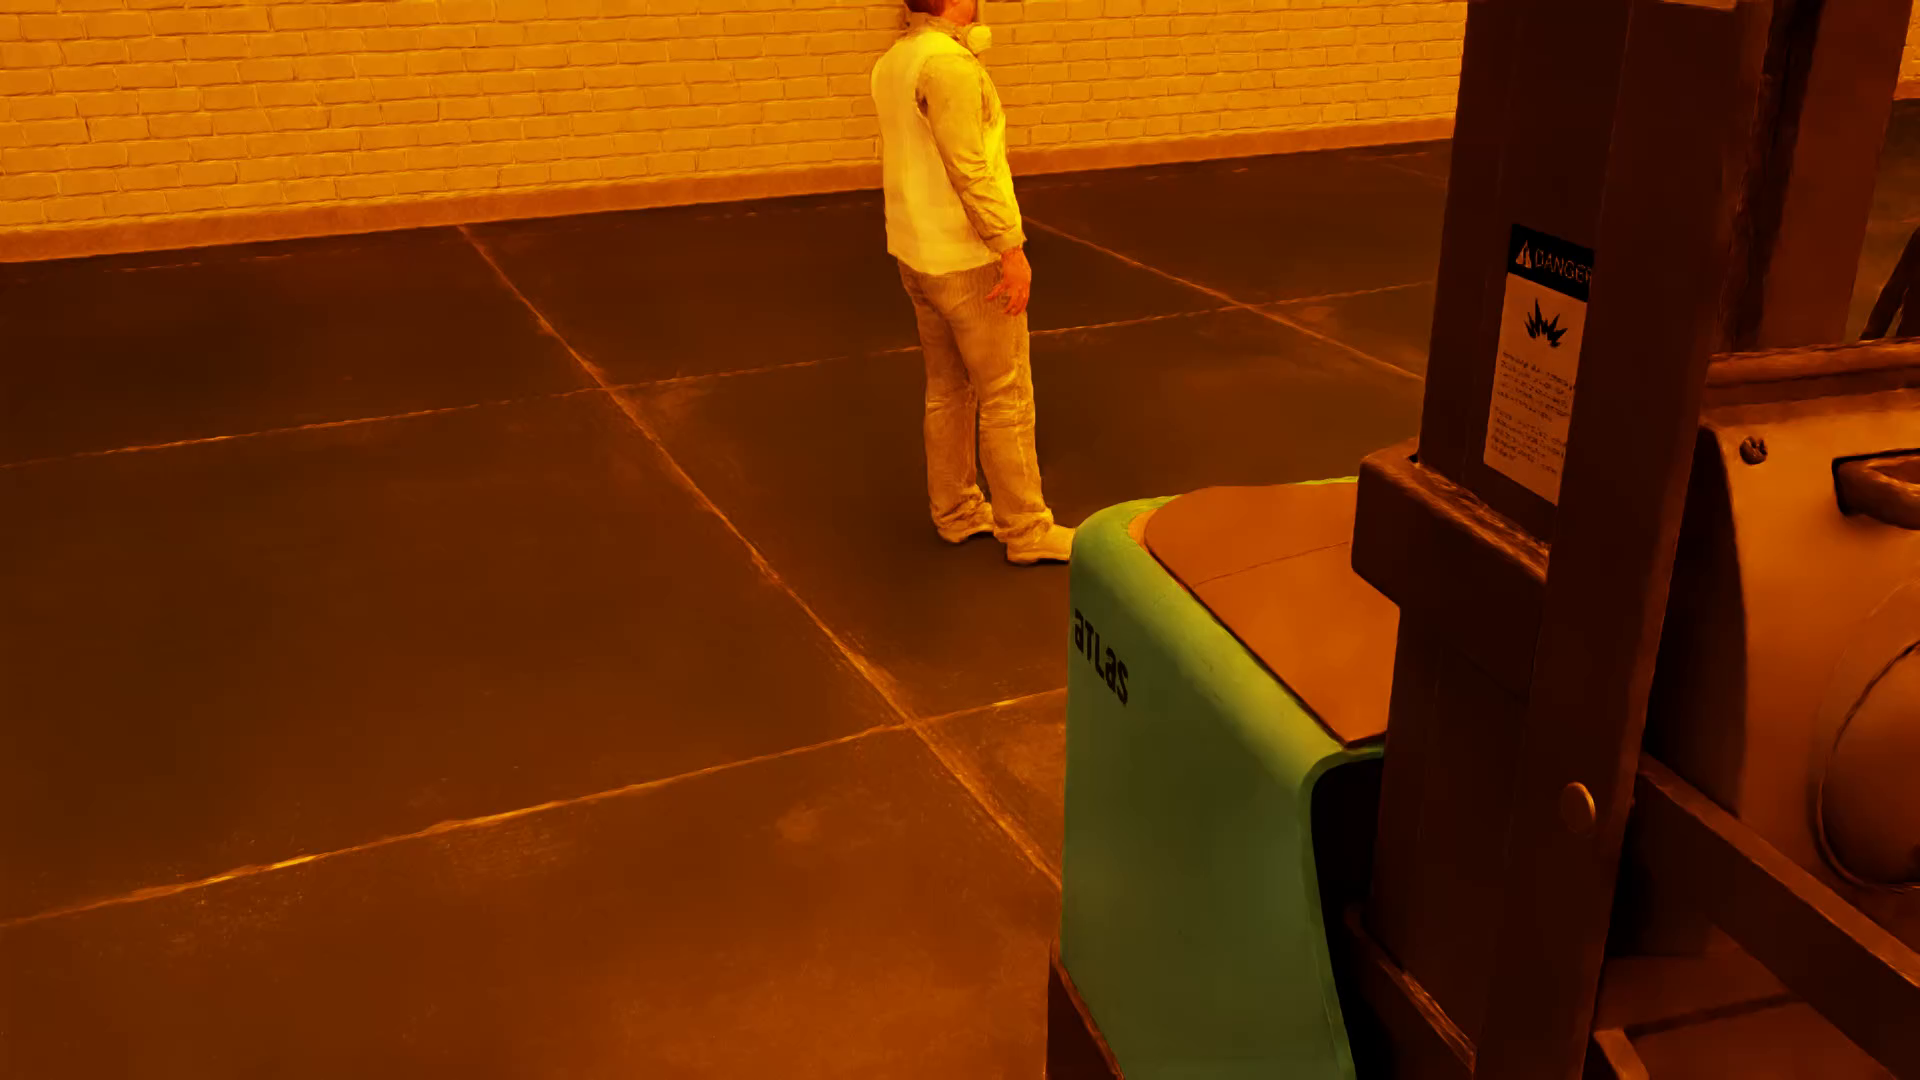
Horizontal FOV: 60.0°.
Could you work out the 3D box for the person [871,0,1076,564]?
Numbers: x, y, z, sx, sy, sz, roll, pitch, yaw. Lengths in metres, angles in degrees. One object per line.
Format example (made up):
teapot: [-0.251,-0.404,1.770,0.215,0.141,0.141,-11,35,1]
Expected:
person: [0.060,-0.833,4.781,0.567,1.773,0.632,-10,25,-23]

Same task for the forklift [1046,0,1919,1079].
forklift: [1.043,0.076,1.103,1.130,2.935,3.031,-6,23,-15]
